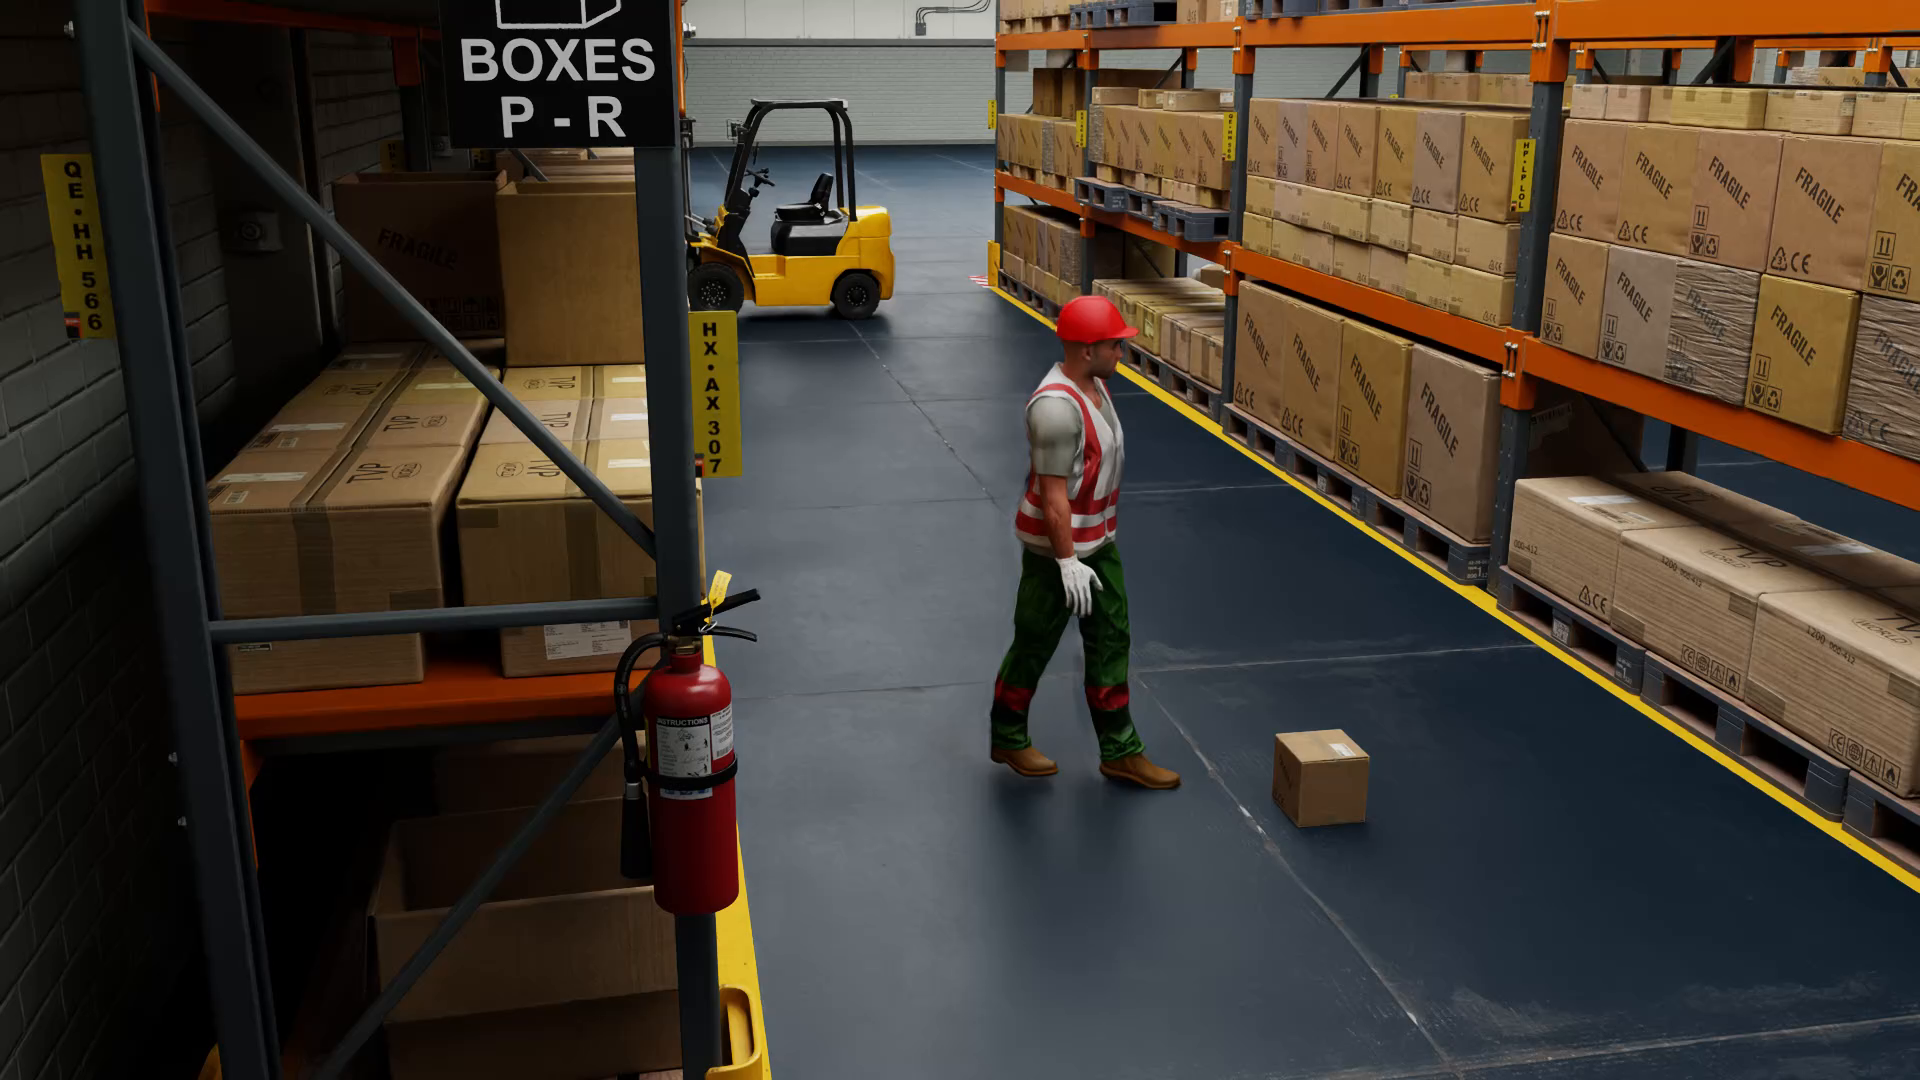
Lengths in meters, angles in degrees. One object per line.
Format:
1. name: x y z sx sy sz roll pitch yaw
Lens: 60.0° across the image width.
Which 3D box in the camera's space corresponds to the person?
1. person: 0.424 0.036 5.858 0.689 1.800 0.557 9 18 28
